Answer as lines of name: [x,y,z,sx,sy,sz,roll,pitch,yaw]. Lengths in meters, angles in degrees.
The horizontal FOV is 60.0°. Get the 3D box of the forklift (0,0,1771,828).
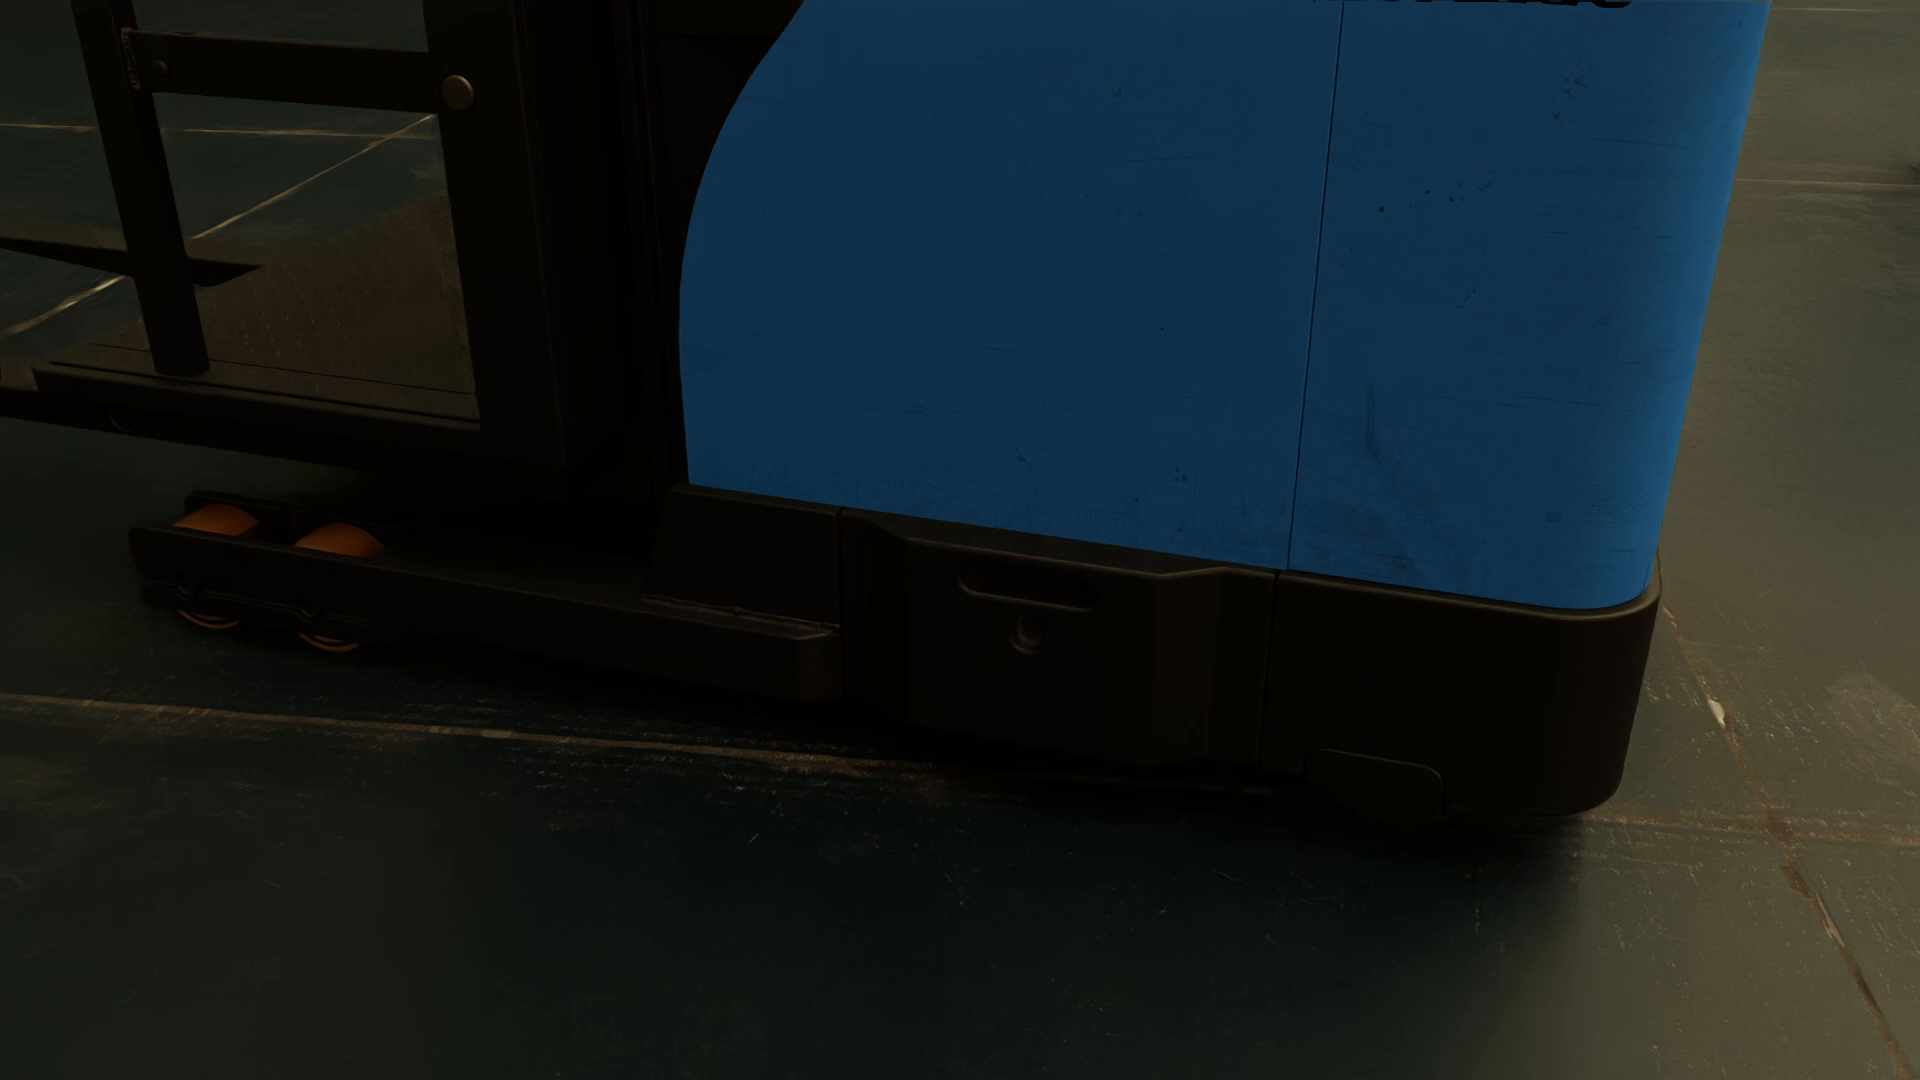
forklift: [-0.585,-1.377,1.977,3.031,2.935,1.130,8,28,16]
